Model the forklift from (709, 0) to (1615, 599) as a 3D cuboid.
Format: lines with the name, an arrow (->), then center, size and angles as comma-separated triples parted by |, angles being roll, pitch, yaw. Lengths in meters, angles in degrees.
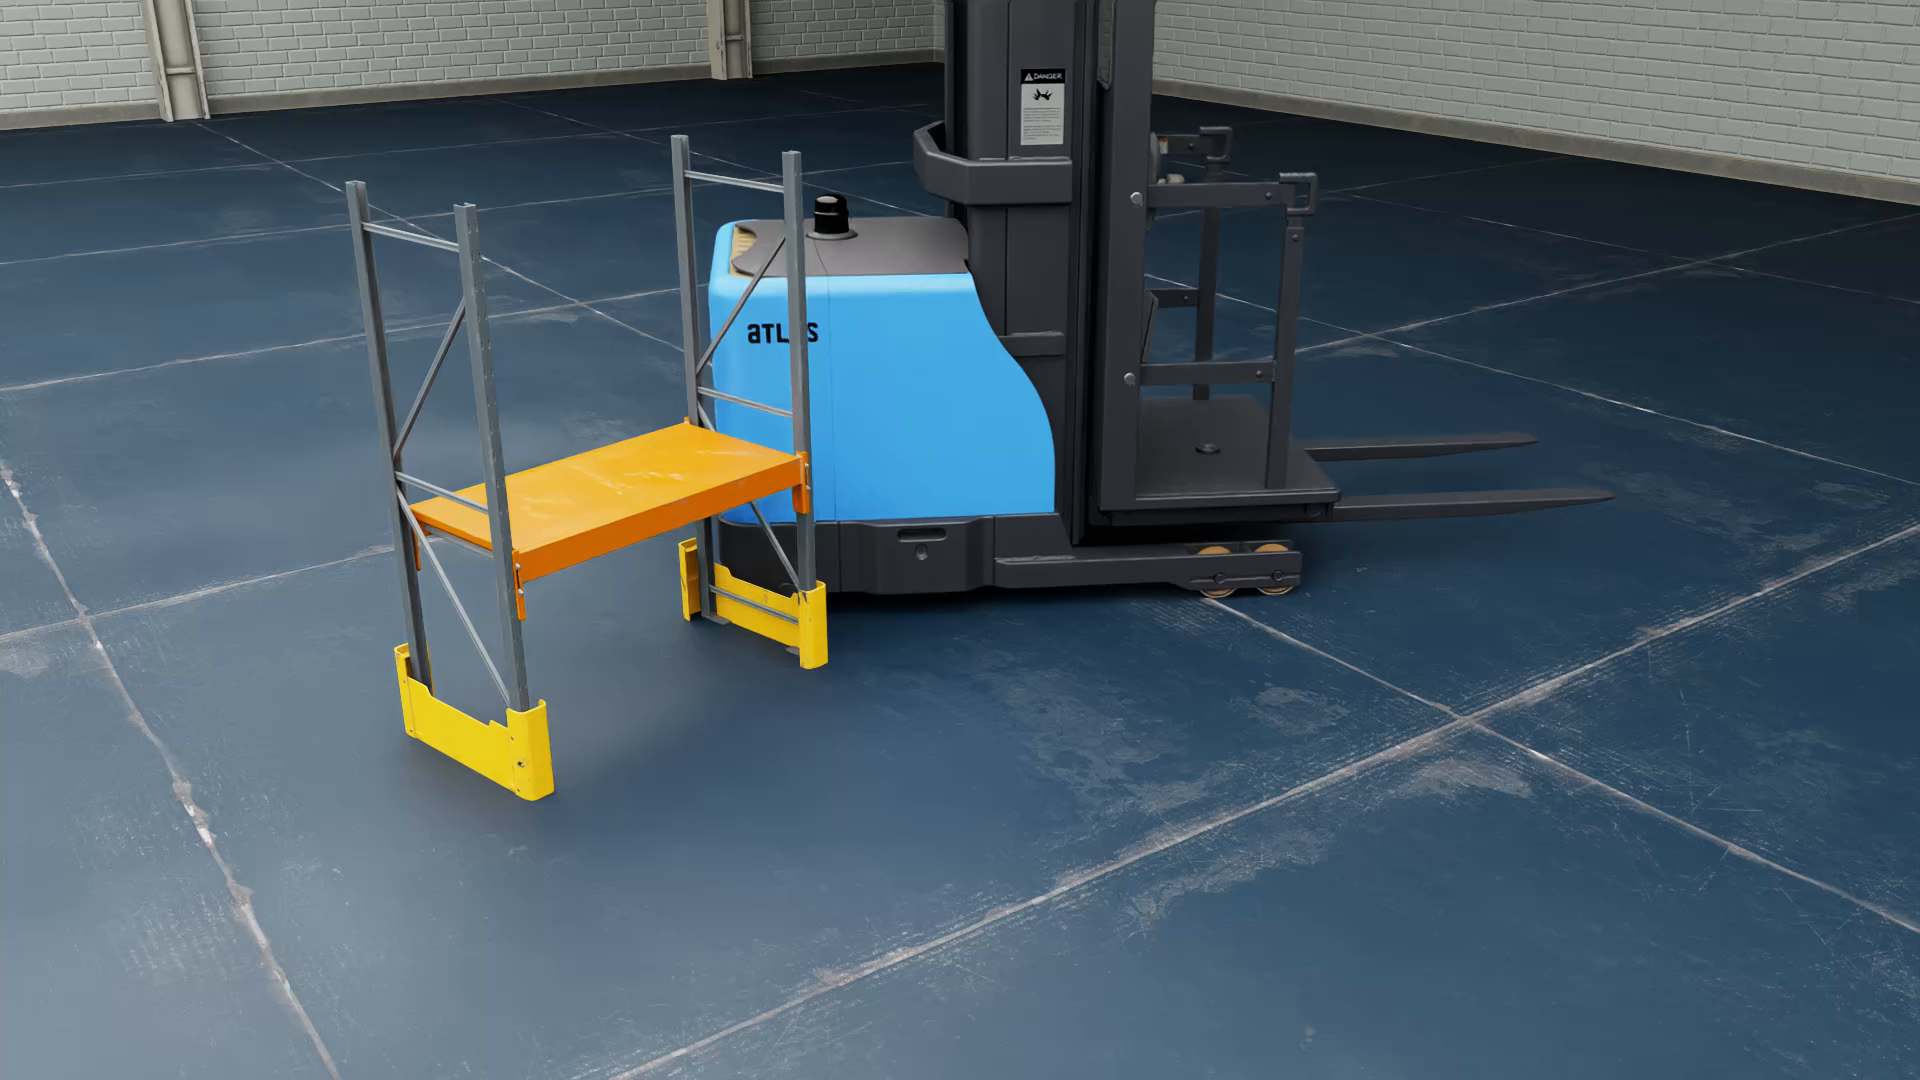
forklift -> 0.695, -1.365, 5.362 | 3.031, 2.935, 1.130 | -2, 22, -6

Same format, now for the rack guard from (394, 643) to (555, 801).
rack guard -> -1.285, 0.469, 4.384 | 0.587, 0.250, 0.087 | 18, 28, 37

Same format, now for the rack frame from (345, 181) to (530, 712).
rack frame -> -1.286, -0.111, 4.152 | 0.500, 1.500, 0.032 | 18, 28, 37

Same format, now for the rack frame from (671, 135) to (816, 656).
rack frame -> -0.624, -0.397, 4.869 | 0.500, 1.500, 0.032 | 18, 28, 37

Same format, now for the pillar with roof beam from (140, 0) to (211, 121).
pillar with roof beam -> -5.024, -6.992, 11.276 | 0.400, 9.000, 9.100 | -15, 26, -33

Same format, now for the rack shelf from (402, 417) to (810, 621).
rack shelf -> -0.955, -0.087, 4.577 | 0.538, 0.185, 1.000 | 18, 28, 37

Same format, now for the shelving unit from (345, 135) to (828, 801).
shelving unit -> -0.961, -0.252, 4.504 | 0.587, 1.500, 1.083 | 18, 28, 37

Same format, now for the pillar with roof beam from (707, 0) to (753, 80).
pillar with roof beam -> -0.154, -8.290, 14.530 | 0.400, 9.000, 9.100 | -15, 26, -33

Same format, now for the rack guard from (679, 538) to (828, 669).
rack guard -> -0.637, 0.189, 5.087 | 0.587, 0.250, 0.087 | 18, 28, 37
